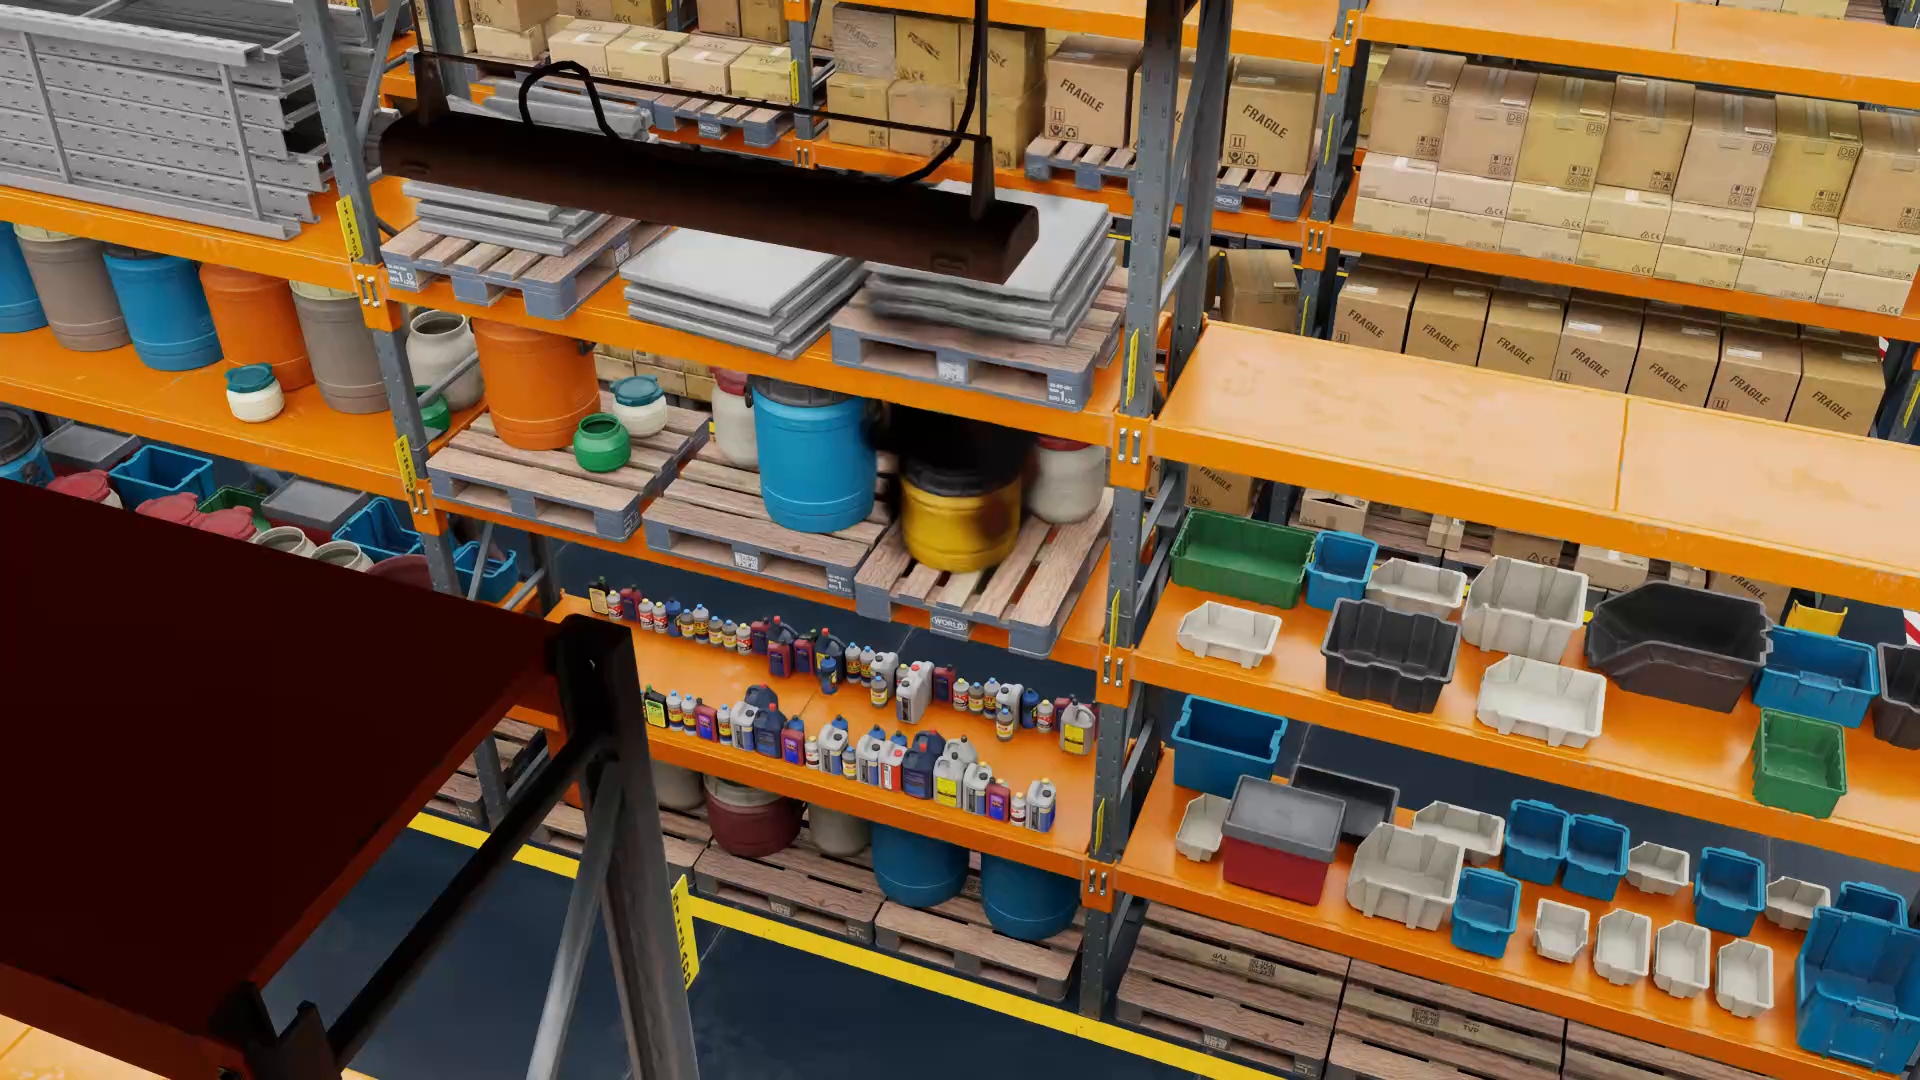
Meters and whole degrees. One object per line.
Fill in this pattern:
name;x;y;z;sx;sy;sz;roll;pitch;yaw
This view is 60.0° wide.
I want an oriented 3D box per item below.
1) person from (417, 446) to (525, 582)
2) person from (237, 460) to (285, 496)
person;-3.783;-0.244;12.247;0.954;1.716;0.660;11;38;14
person;-5.808;-1.005;13.278;0.720;1.786;0.677;5;37;6
